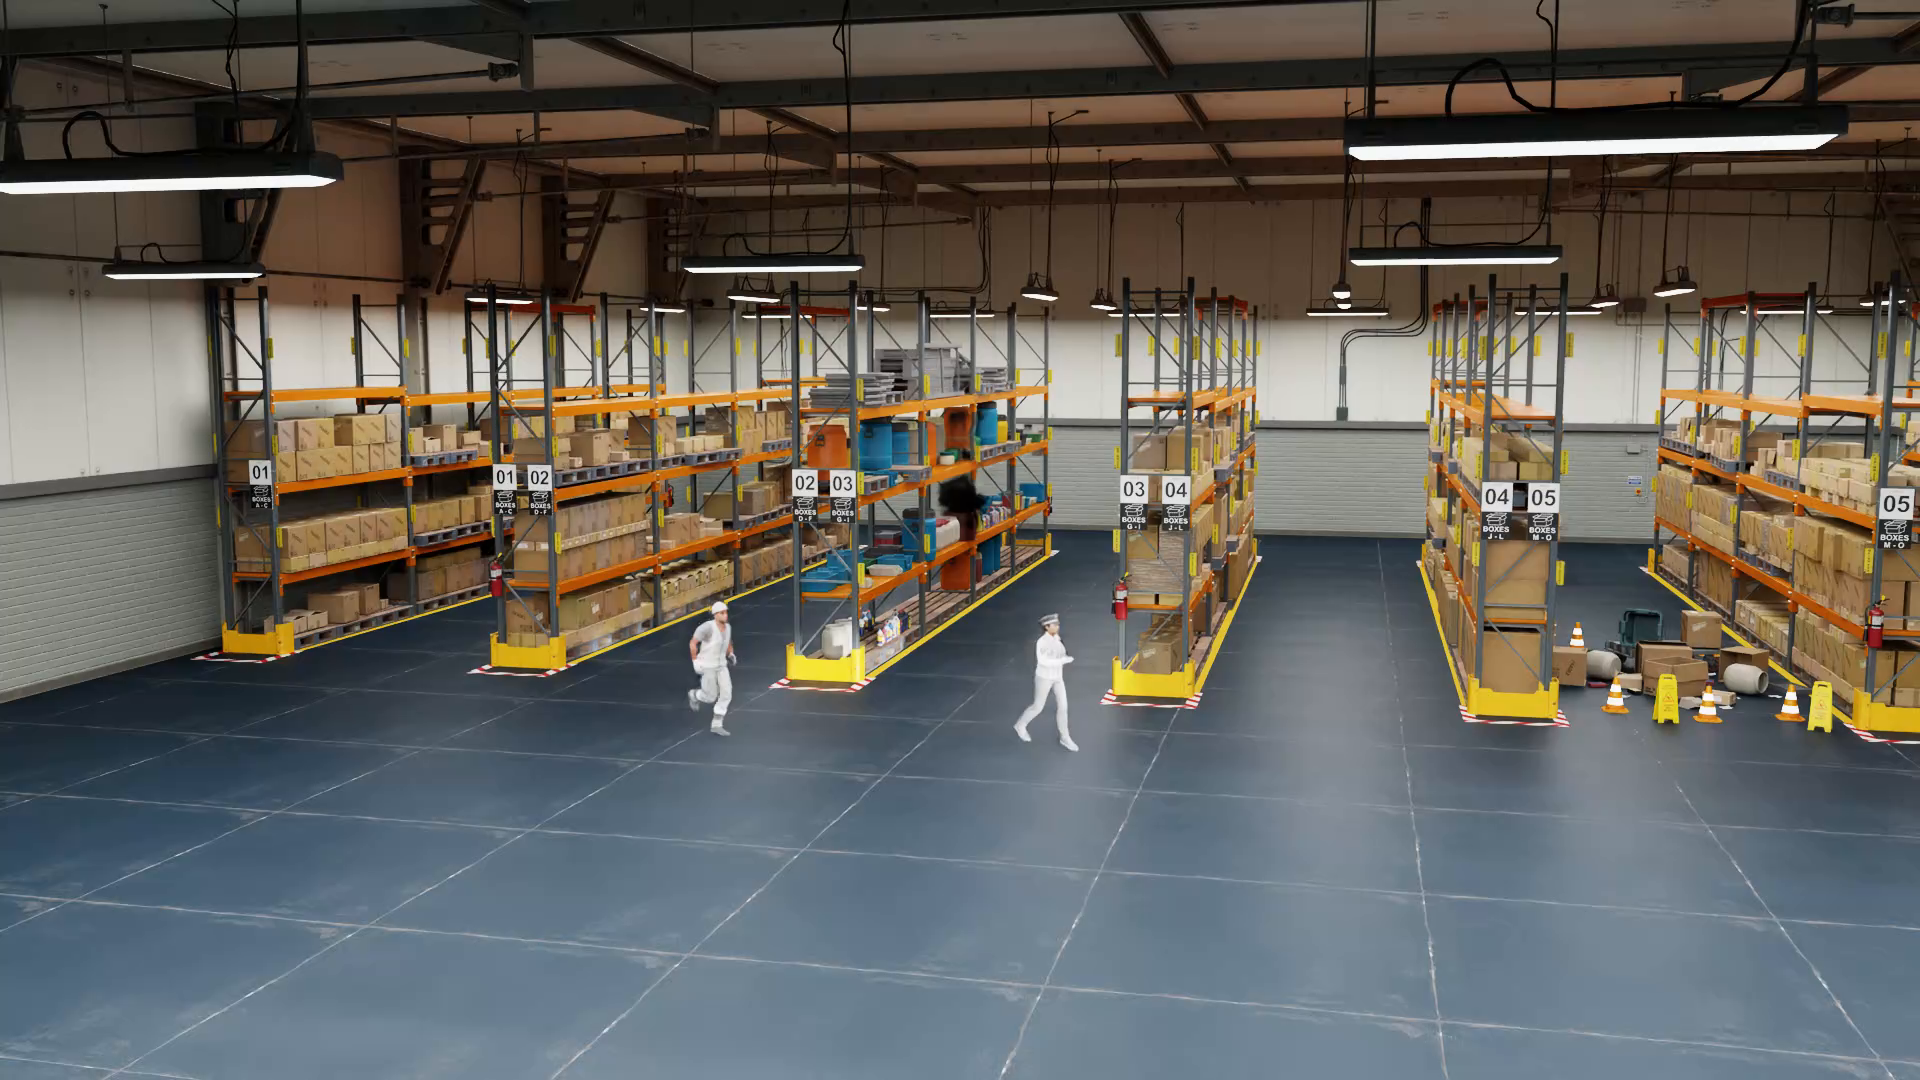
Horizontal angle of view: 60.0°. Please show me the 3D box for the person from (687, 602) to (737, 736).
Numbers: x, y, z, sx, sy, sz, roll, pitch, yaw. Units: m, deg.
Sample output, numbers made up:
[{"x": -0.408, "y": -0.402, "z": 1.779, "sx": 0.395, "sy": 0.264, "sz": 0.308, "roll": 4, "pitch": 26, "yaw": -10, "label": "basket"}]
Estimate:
[{"x": -3.274, "y": 1.663, "z": 21.801, "sx": 0.776, "sy": 1.751, "sz": 0.683, "roll": 6, "pitch": 9, "yaw": 42, "label": "person"}]

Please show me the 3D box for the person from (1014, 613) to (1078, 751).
[{"x": 1.091, "y": 1.749, "z": 20.852, "sx": 0.919, "sy": 1.702, "sz": 0.598, "roll": 5, "pitch": 8, "yaw": 38, "label": "person"}]
